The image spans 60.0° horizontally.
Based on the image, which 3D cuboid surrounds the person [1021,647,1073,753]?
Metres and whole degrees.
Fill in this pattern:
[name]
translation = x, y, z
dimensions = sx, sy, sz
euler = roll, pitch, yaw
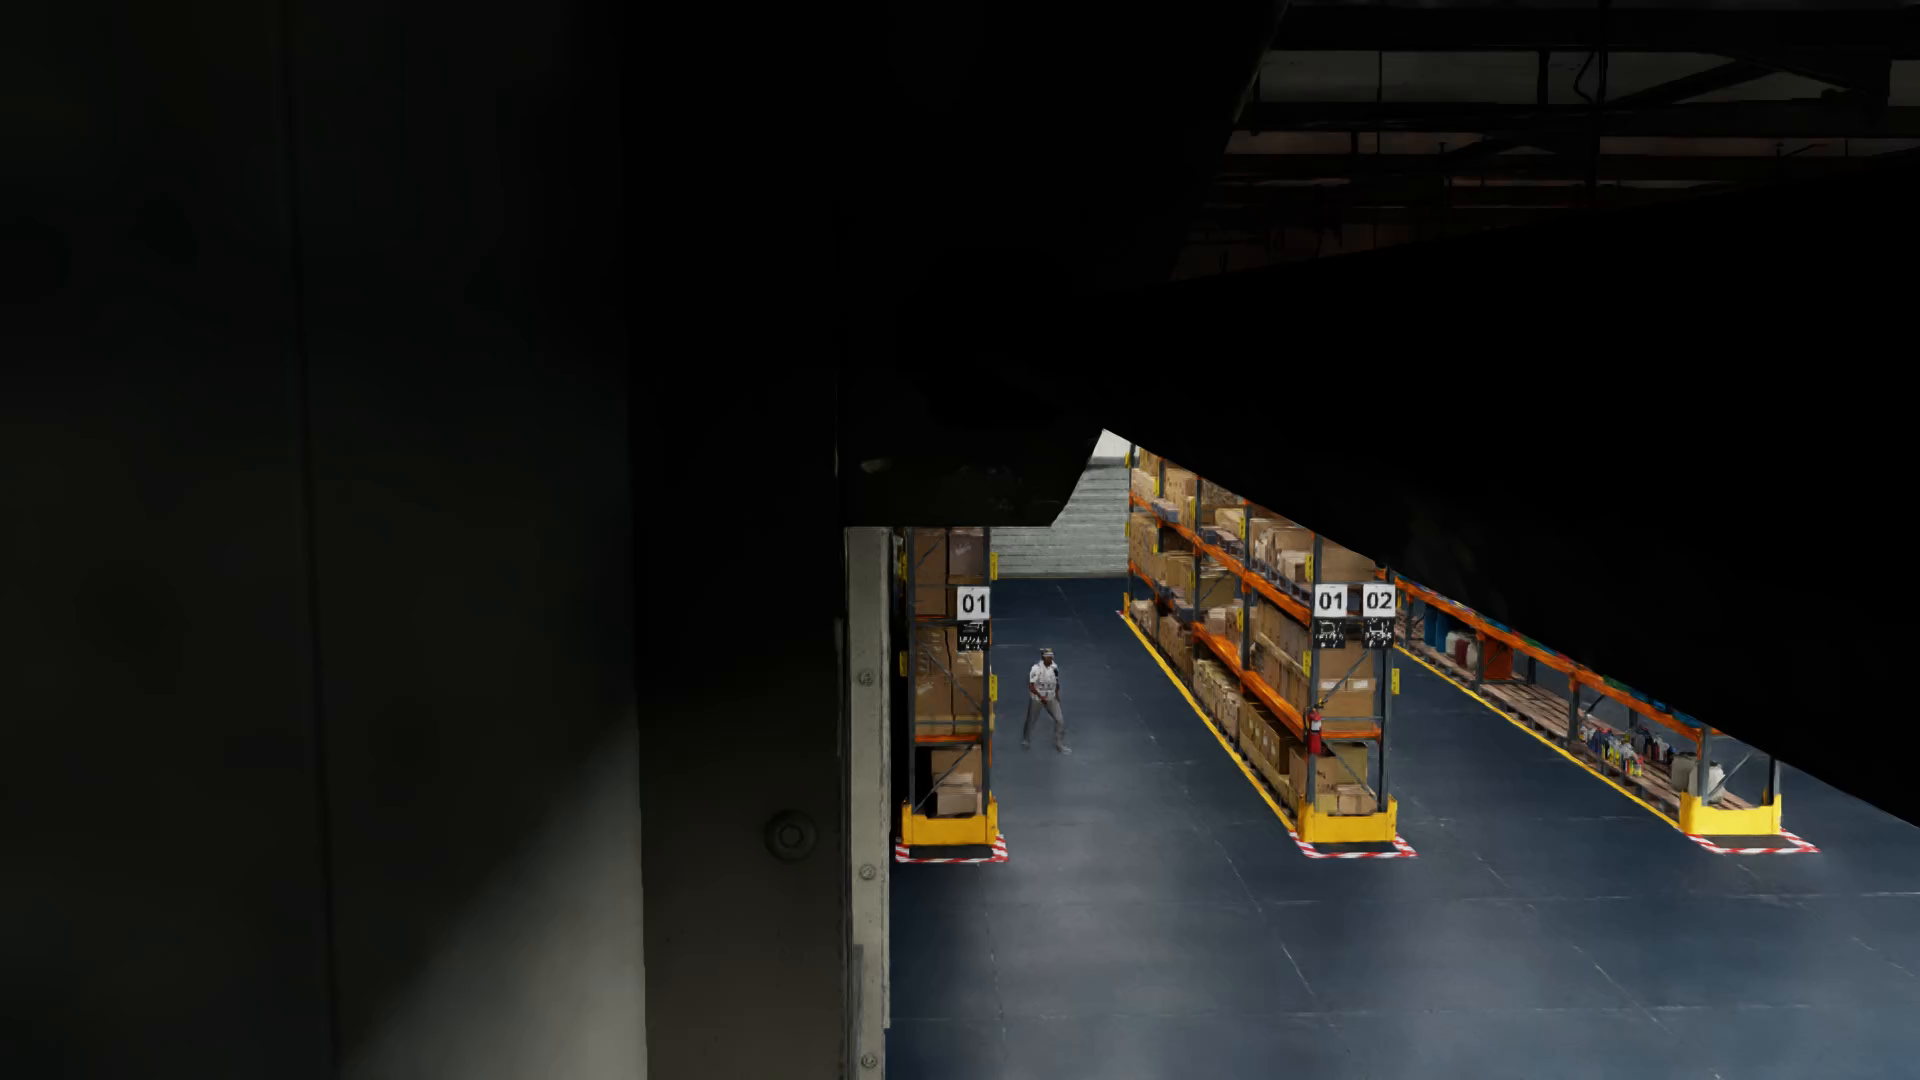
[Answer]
[person]
translation = 1.267, 2.358, 24.838
dimensions = 0.621, 1.594, 0.827
euler = -3, 8, -19
